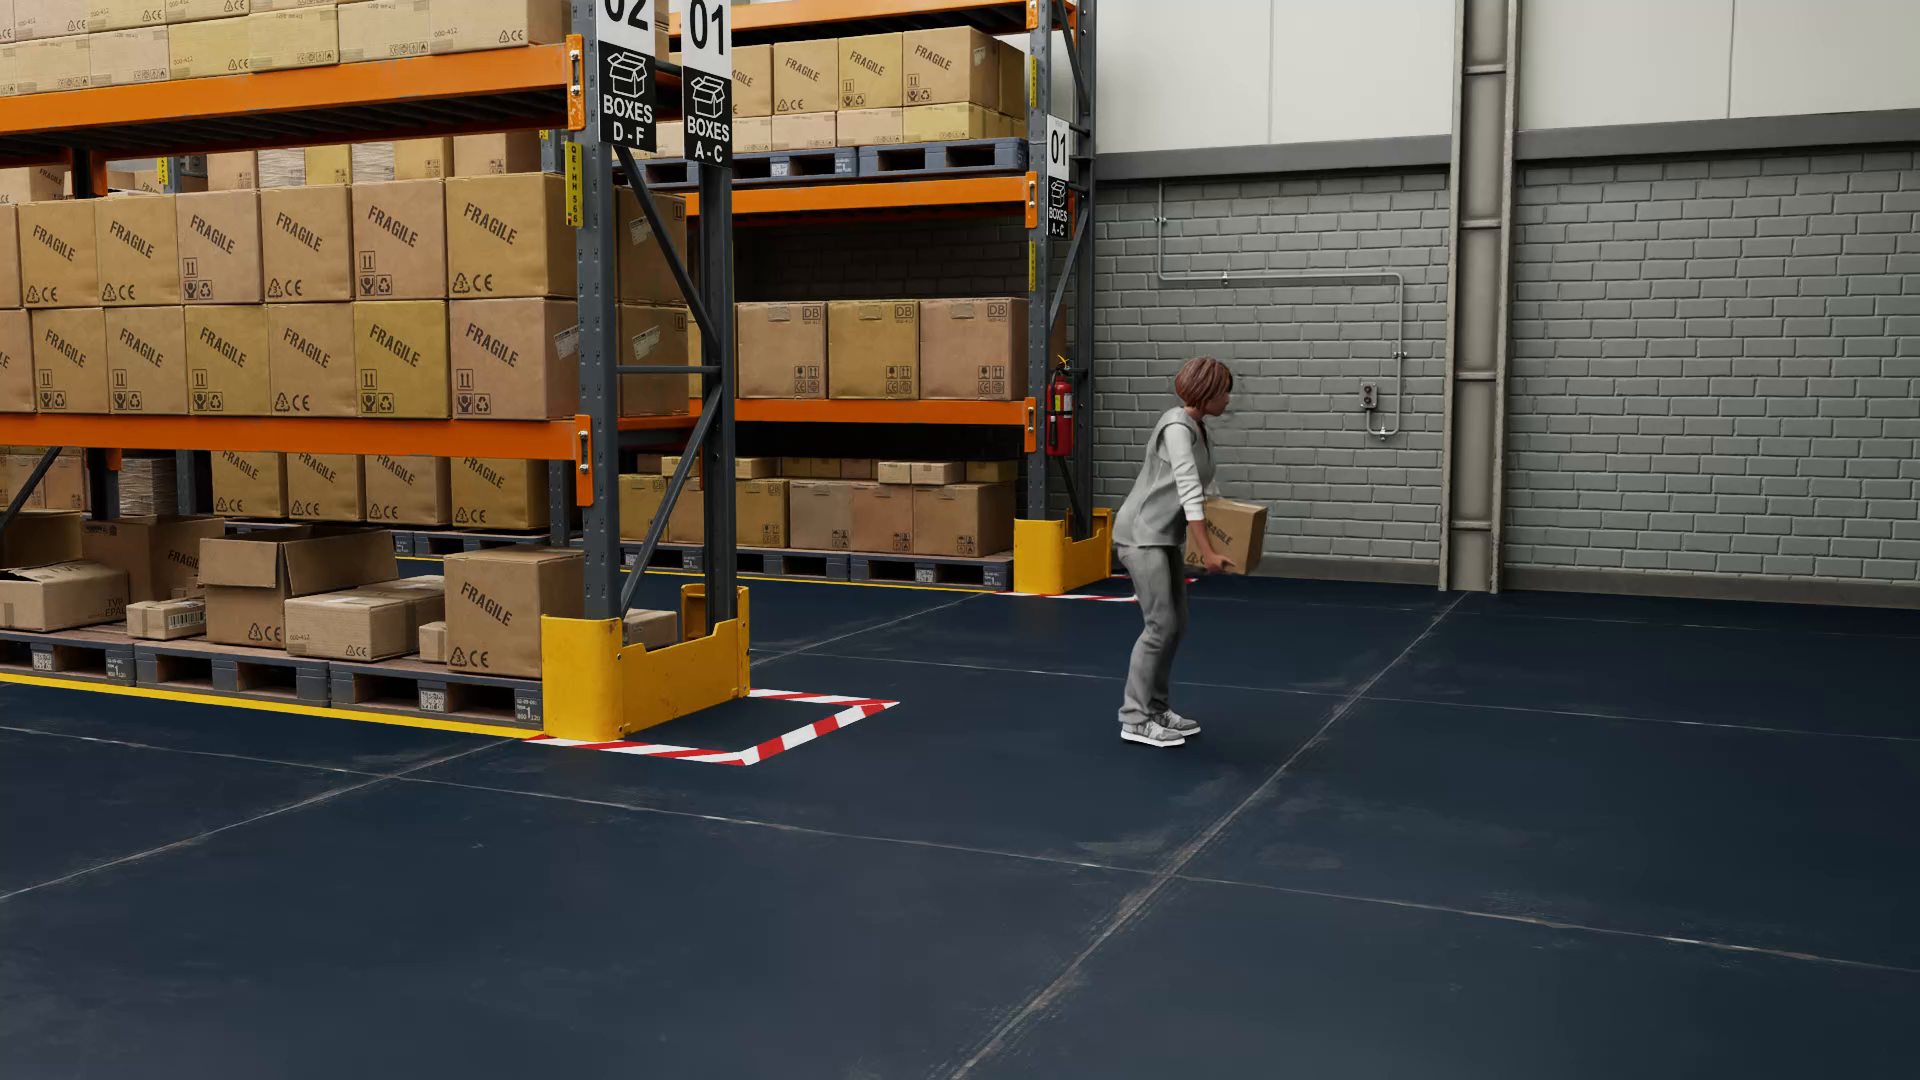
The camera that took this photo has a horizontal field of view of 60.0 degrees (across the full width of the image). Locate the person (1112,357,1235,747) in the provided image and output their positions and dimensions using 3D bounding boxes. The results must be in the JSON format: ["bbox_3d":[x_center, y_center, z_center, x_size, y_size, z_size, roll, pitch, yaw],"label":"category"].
[{"bbox_3d":[0.885,0.052,6.734,0.533,1.550,0.372,2,6,23],"label":"person"}]
